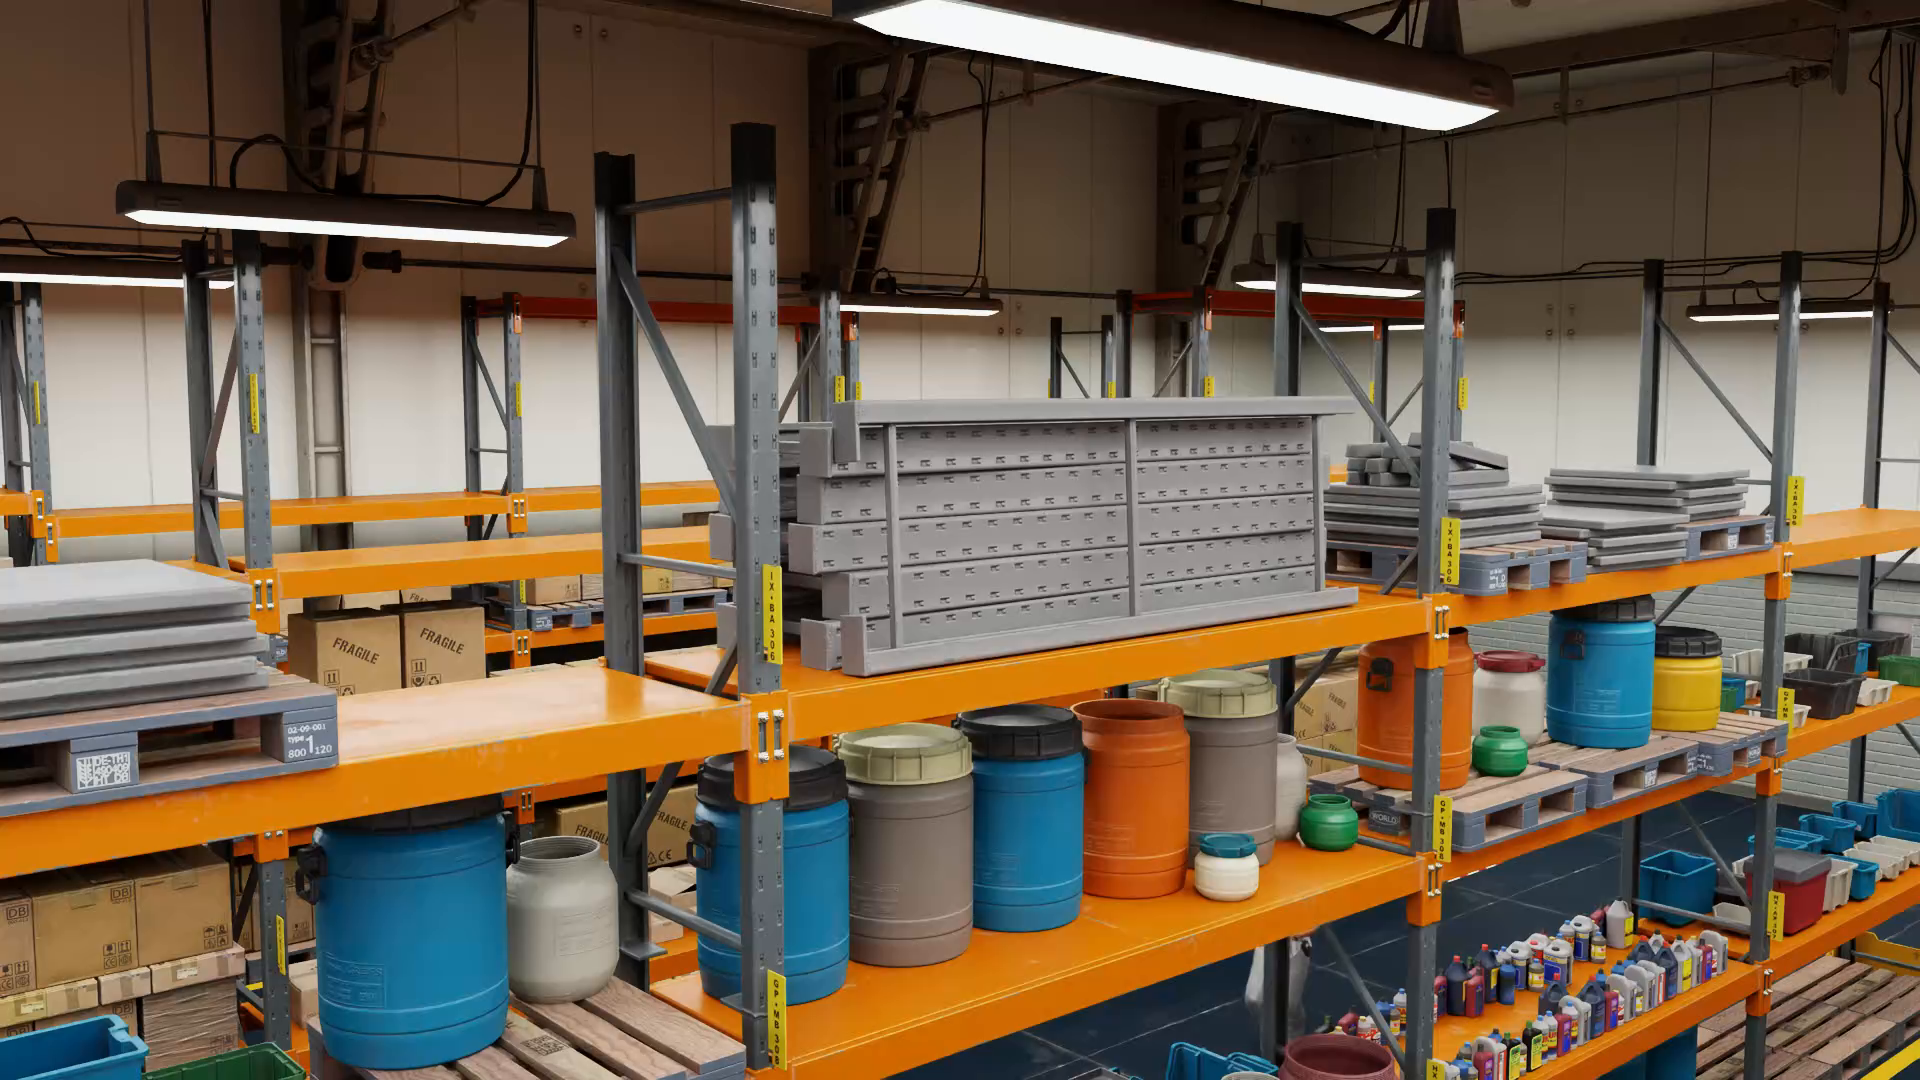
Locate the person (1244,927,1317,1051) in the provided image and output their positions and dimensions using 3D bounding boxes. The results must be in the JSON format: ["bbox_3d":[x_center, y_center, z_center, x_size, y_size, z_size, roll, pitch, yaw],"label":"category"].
[{"bbox_3d":[2.425,3.145,12.644,0.585,1.632,0.629,4,6,33],"label":"person"}]
